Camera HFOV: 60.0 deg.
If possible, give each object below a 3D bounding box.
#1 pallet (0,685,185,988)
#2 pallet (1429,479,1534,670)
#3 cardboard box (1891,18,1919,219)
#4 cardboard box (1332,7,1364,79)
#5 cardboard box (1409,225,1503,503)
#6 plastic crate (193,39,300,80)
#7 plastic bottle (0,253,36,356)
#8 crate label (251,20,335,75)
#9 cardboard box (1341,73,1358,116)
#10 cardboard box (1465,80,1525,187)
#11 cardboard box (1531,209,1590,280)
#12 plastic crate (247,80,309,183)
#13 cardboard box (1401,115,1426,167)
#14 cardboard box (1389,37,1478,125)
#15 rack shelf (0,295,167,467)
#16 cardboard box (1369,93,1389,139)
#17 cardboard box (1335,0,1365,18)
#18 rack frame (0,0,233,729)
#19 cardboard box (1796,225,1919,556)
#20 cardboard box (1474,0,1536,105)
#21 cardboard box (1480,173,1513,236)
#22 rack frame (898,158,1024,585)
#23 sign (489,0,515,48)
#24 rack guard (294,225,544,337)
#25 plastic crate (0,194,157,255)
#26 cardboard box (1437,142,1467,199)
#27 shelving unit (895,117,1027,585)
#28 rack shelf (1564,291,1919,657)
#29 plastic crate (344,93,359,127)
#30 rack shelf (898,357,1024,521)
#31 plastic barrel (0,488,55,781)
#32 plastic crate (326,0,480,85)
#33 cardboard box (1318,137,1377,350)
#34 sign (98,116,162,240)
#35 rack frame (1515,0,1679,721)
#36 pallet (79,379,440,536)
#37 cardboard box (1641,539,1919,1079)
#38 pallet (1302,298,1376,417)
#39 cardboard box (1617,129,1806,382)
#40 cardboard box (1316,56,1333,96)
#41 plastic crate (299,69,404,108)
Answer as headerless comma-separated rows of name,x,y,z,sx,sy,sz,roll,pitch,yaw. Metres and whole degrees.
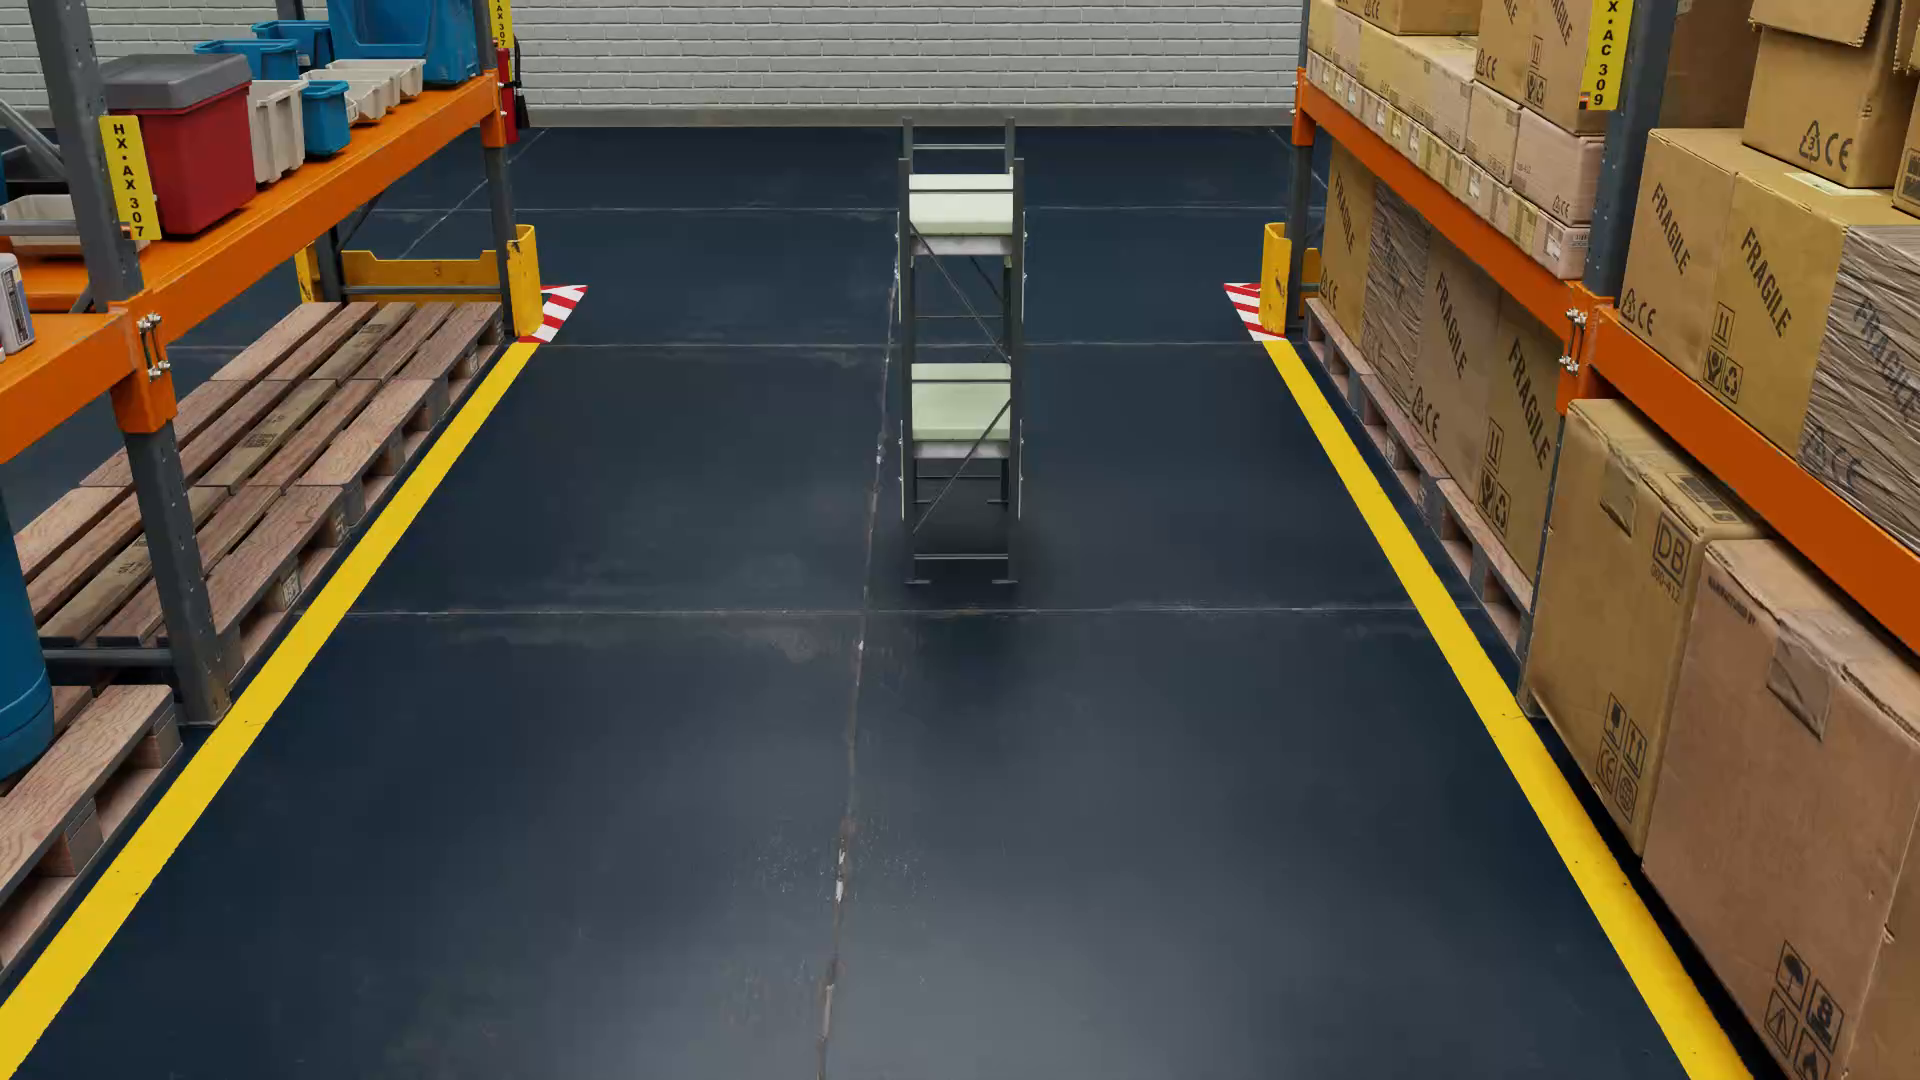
pallet,-2.767,0.765,4.301,1.003,0.211,1.213,0,24,-1
pallet,2.289,0.111,5.748,1.003,0.211,1.213,0,24,-1
cardboard box,2.230,-0.802,3.045,0.797,0.503,0.637,0,24,0
cardboard box,1.923,-2.148,7.180,0.500,0.250,0.500,-1,24,-1
cardboard box,2.282,-0.712,6.253,0.875,0.875,0.875,0,24,-1
plastic crate,-3.097,-2.048,7.269,0.416,0.233,0.300,0,24,-1
plastic bottle,-2.406,-0.606,4.100,0.152,0.276,0.135,0,24,-1
crate label,-3.104,-2.319,7.869,0.416,0.233,0.303,0,24,-1
cardboard box,1.860,-1.913,7.144,0.380,0.149,0.250,-1,24,-1
cardboard box,1.943,-1.307,5.320,0.500,0.250,0.500,0,24,1
cardboard box,1.888,-0.855,4.806,0.380,0.149,0.250,0,24,0
plastic crate,-2.566,-1.427,5.835,0.437,0.282,0.530,0,24,-1
cardboard box,1.872,-1.490,6.209,0.380,0.149,0.250,0,24,0
cardboard box,1.935,-1.726,6.247,0.500,0.250,0.500,-1,24,-2
rack shelf,-2.712,0.329,2.756,1.077,0.370,4.000,0,24,-1
cardboard box,1.865,-1.702,6.677,0.380,0.149,0.250,-1,24,-1
cardboard box,1.916,-2.498,7.043,0.500,0.500,0.500,-1,24,-2
rack frame,-2.734,-0.823,4.430,1.000,3.000,0.127,0,24,-1
cardboard box,1.985,-0.287,3.123,0.500,0.500,0.500,-1,24,-2
cardboard box,1.945,-1.649,5.167,0.500,0.500,0.500,0,24,0
cardboard box,1.882,-1.067,5.274,0.380,0.149,0.250,-1,24,-1
rack frame,0.004,-0.530,5.601,0.400,1.500,0.023,0,24,-1
sign,-2.228,-2.555,8.061,0.100,0.325,0.005,0,24,-1
rack guard,-2.791,-1.342,8.611,1.175,0.500,0.348,0,24,-1
plastic crate,-2.596,-0.923,4.898,0.396,0.136,0.243,0,24,-1
cardboard box,1.876,-1.279,5.743,0.380,0.149,0.250,0,24,0
shelving unit,0.000,-0.681,5.935,0.431,1.500,0.755,0,24,-1
rack shelf,2.241,0.306,2.806,1.077,0.370,4.000,0,24,-1
plastic crate,-2.550,-1.687,6.588,0.298,0.136,0.250,0,24,-1
rack shelf,0.000,-0.384,6.069,0.431,0.370,0.720,0,24,-1
plastic barrel,-2.745,0.166,4.280,0.600,0.901,0.708,0,24,-1
plastic crate,-2.587,-2.378,7.752,0.616,0.435,0.499,0,24,-1
cardboard box,2.262,-1.454,7.893,0.875,0.875,0.875,0,24,-1
sign,-2.184,-0.951,4.377,0.100,0.325,0.005,0,24,-1
rack frame,2.219,-0.846,4.479,1.000,3.000,0.127,0,24,-1
pallet,-2.797,-0.360,6.789,1.003,0.211,1.213,0,24,-1
cardboard box,2.256,0.563,3.434,1.225,0.875,0.875,-1,24,-2
pallet,2.262,-0.894,7.971,1.003,0.211,1.213,0,24,-1
cardboard box,1.974,-0.700,4.037,0.500,0.500,0.500,0,24,0
cardboard box,1.853,-2.126,7.615,0.380,0.149,0.250,-1,24,-1
plastic crate,-2.599,-1.924,7.111,0.396,0.136,0.243,0,24,-1
